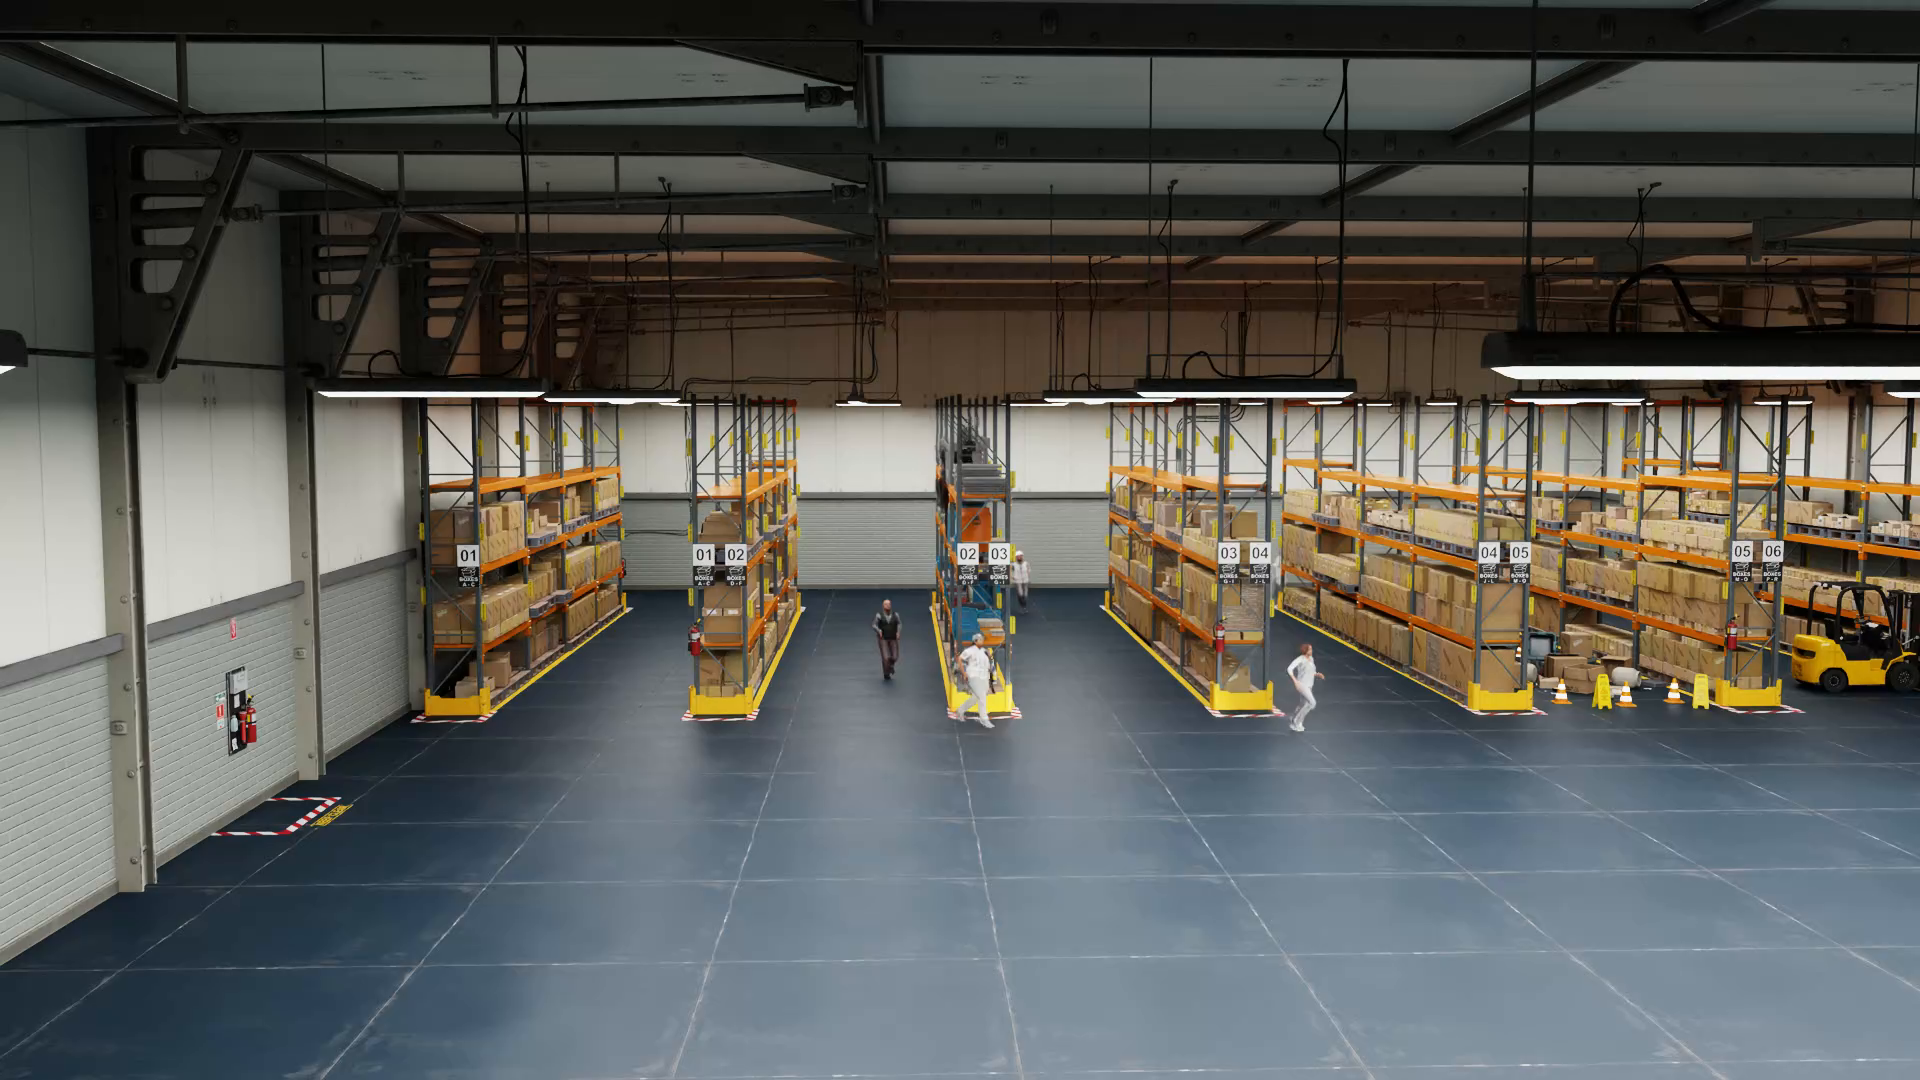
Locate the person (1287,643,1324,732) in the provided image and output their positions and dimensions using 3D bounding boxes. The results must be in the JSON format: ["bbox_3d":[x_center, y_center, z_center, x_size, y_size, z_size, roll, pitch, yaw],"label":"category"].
[{"bbox_3d":[6.124,2.608,29.454,0.629,1.571,0.538,4,6,38],"label":"person"}]

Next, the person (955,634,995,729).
[{"bbox_3d":[0.333,2.528,30.145,0.862,1.662,0.606,3,5,34],"label":"person"}]

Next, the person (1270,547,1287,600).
[{"bbox_3d":[9.399,1.020,49.123,1.053,1.702,0.714,1,5,14],"label":"person"}]

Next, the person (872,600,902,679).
[{"bbox_3d":[-1.532,2.111,35.266,0.656,1.671,0.603,-1,5,-12],"label":"person"}]

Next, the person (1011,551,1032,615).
[{"bbox_3d":[1.689,1.208,46.429,0.658,1.811,0.726,-1,5,-17],"label":"person"}]
